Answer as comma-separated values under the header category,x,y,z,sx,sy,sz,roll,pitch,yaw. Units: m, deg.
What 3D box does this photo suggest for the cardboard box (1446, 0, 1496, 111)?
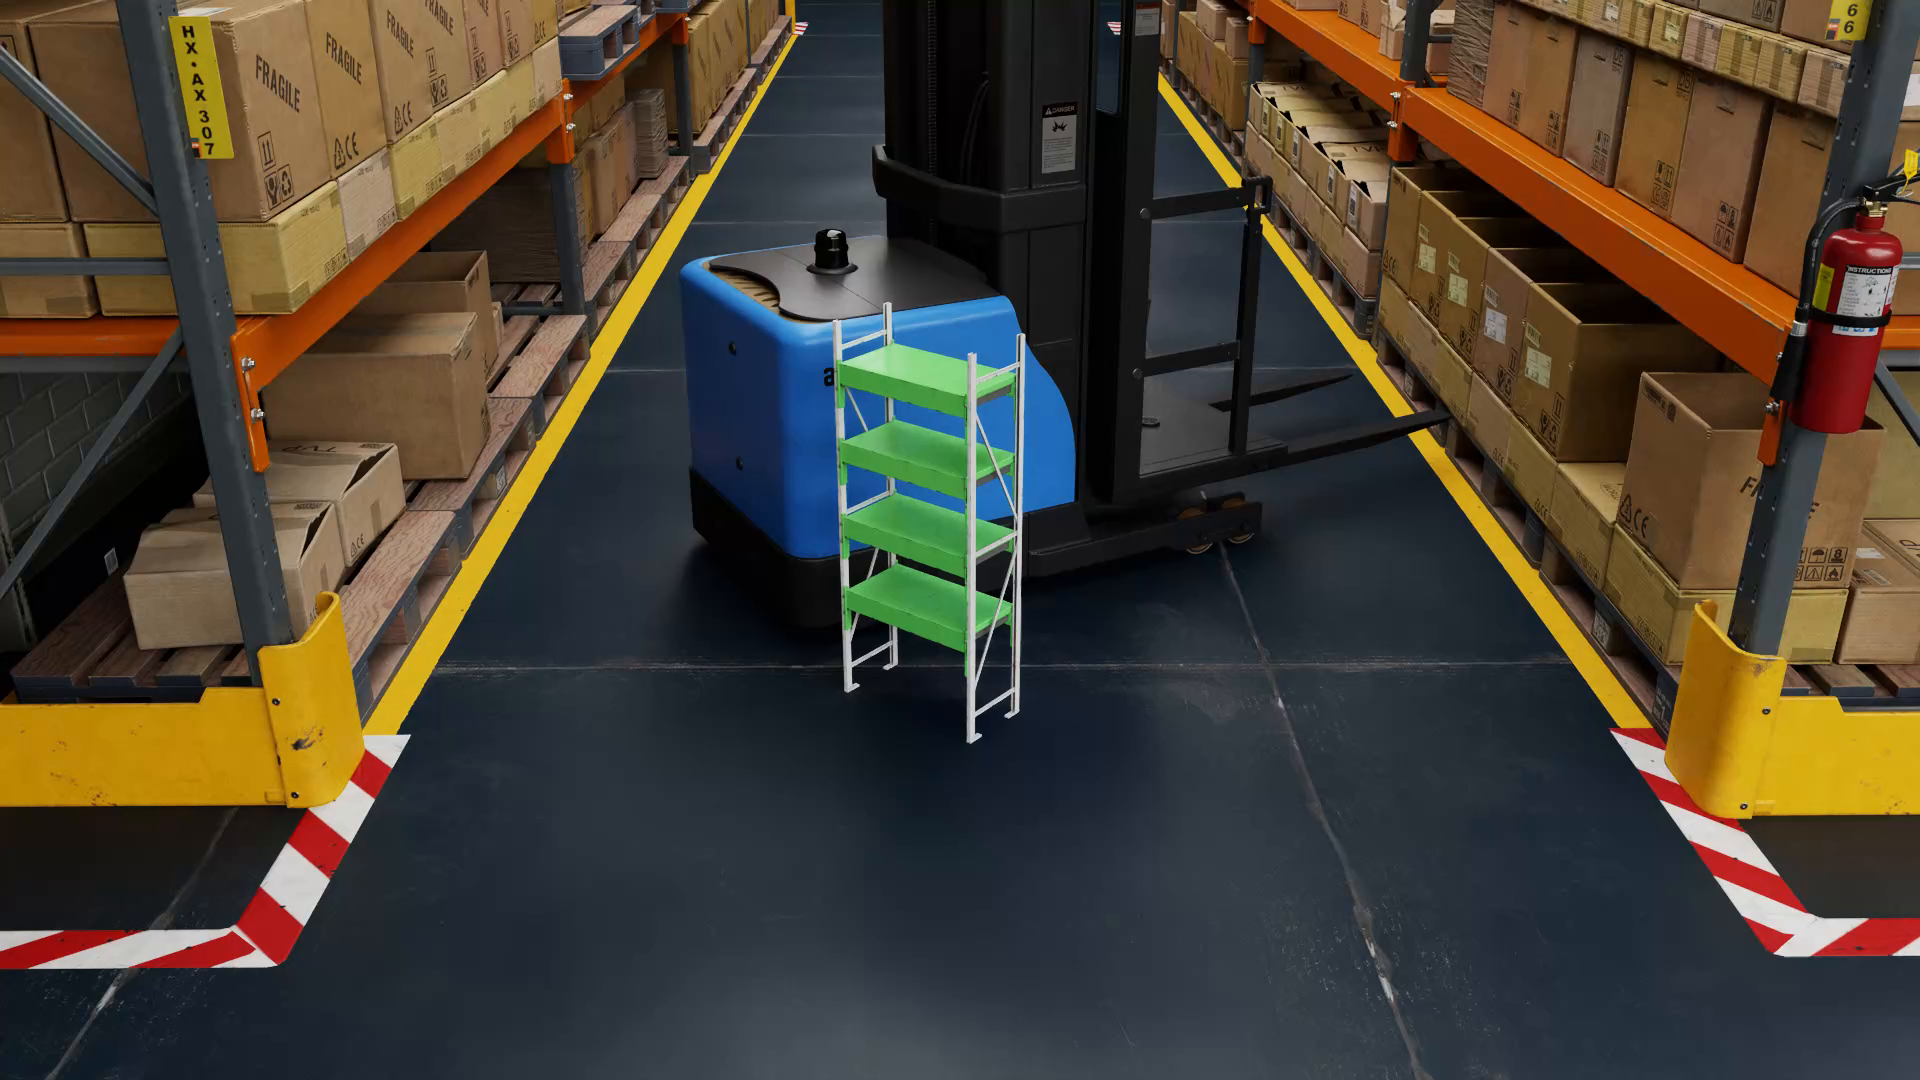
category,x,y,z,sx,sy,sz,roll,pitch,yaw
cardboard box,2.596,-2.197,7.346,0.700,0.500,0.500,-1,24,-2

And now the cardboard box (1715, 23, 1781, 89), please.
category,x,y,z,sx,sy,sz,roll,pitch,yaw
cardboard box,2.426,-1.397,4.790,0.380,0.149,0.250,-1,24,-1

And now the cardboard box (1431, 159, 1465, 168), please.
category,x,y,z,sx,sy,sz,roll,pitch,yaw
cardboard box,2.829,-1.906,8.971,0.500,0.311,0.500,-1,24,-1

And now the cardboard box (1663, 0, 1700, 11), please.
category,x,y,z,sx,sy,sz,roll,pitch,yaw
cardboard box,2.618,-1.961,5.251,0.700,0.500,0.500,0,24,0

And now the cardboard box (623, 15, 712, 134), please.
category,x,y,z,sx,sy,sz,roll,pitch,yaw
cardboard box,-2.289,-3.474,12.391,0.750,0.750,0.750,-1,24,-1

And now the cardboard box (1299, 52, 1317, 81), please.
category,x,y,z,sx,sy,sz,roll,pitch,yaw
cardboard box,2.810,-3.449,12.734,0.500,0.500,0.500,-1,24,-2

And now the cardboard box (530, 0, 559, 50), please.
category,x,y,z,sx,sy,sz,roll,pitch,yaw
cardboard box,-2.055,-2.399,7.163,0.500,0.500,0.500,0,24,-1

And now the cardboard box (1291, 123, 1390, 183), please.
category,x,y,z,sx,sy,sz,roll,pitch,yaw
cardboard box,2.276,-2.321,9.888,0.500,0.311,0.500,-1,24,-1

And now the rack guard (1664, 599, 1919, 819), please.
category,x,y,z,sx,sy,sz,roll,pitch,yaw
rack guard,2.628,0.463,4.620,1.175,0.500,0.348,0,24,-1

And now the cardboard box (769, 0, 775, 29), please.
category,x,y,z,sx,sy,sz,roll,pitch,yaw
cardboard box,-2.387,-5.813,17.988,0.700,0.500,0.500,0,24,-1

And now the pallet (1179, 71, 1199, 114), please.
category,x,y,z,sx,sy,sz,roll,pitch,yaw
pallet,2.544,-4.025,14.894,1.003,0.211,1.213,0,24,-1

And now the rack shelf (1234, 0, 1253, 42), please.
category,x,y,z,sx,sy,sz,roll,pitch,yaw
rack shelf,2.519,-4.479,13.386,1.077,0.370,4.000,0,24,-1

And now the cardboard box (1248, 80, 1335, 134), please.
category,x,y,z,sx,sy,sz,roll,pitch,yaw
cardboard box,2.253,-2.959,11.300,0.500,0.311,0.500,1,24,1

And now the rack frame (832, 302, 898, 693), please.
category,x,y,z,sx,sy,sz,roll,pitch,yaw
rack frame,-0.281,-0.110,5.037,0.015,1.200,0.240,18,30,35

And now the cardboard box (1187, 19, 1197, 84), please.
category,x,y,z,sx,sy,sz,roll,pitch,yaw
cardboard box,2.276,-4.272,14.555,0.500,0.500,0.500,0,24,0

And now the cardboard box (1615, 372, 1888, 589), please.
category,x,y,z,sx,sy,sz,roll,pitch,yaw
cardboard box,2.325,-0.186,4.938,0.500,0.500,0.500,0,24,-1

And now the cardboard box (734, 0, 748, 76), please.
category,x,y,z,sx,sy,sz,roll,pitch,yaw
cardboard box,-2.319,-4.552,14.773,0.750,0.750,0.750,0,24,0

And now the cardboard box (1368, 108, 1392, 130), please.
category,x,y,z,sx,sy,sz,roll,pitch,yaw
cardboard box,2.808,-2.540,10.372,0.500,0.311,0.500,0,24,-1

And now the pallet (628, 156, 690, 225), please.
category,x,y,z,sx,sy,sz,roll,pitch,yaw
pallet,-2.406,-2.366,11.226,1.003,0.211,1.213,0,24,-1

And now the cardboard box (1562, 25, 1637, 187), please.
category,x,y,z,sx,sy,sz,roll,pitch,yaw
cardboard box,2.616,-1.562,5.942,0.700,0.500,0.500,0,24,1

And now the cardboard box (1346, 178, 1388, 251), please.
category,x,y,z,sx,sy,sz,roll,pitch,yaw
cardboard box,2.293,-1.694,8.502,0.500,0.311,0.500,0,24,-1

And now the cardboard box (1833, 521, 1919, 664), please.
category,x,y,z,sx,sy,sz,roll,pitch,yaw
cardboard box,2.845,0.154,5.098,0.500,0.250,0.500,0,24,-1

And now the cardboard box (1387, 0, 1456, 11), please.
category,x,y,z,sx,sy,sz,roll,pitch,yaw
cardboard box,2.587,-2.913,8.930,0.500,0.500,0.500,1,24,3

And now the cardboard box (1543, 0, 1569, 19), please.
category,x,y,z,sx,sy,sz,roll,pitch,yaw
cardboard box,2.412,-2.033,6.196,0.380,0.149,0.250,-1,24,-2

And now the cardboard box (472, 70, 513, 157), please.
category,x,y,z,sx,sy,sz,roll,pitch,yaw
cardboard box,-2.043,-1.645,6.405,0.500,0.250,0.500,0,24,-1

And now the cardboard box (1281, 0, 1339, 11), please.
category,x,y,z,sx,sy,sz,roll,pitch,yaw
cardboard box,2.357,-3.572,10.617,0.500,0.311,0.500,-1,24,-1

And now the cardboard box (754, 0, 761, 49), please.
category,x,y,z,sx,sy,sz,roll,pitch,yaw
cardboard box,-2.364,-5.175,16.576,0.700,0.500,0.500,0,24,-1

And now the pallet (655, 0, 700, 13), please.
category,x,y,z,sx,sy,sz,roll,pitch,yaw
pallet,-2.298,-3.578,10.754,1.213,0.211,1.003,0,24,-1

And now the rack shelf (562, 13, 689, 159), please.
category,x,y,z,sx,sy,sz,roll,pitch,yaw
rack shelf,-2.391,-2.807,9.689,1.077,0.370,4.000,0,24,-1

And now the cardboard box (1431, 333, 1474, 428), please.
category,x,y,z,sx,sy,sz,roll,pitch,yaw
cardboard box,2.287,-0.668,6.915,0.500,0.250,0.500,0,24,-1

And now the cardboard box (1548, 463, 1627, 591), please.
category,x,y,z,sx,sy,sz,roll,pitch,yaw
cardboard box,2.309,-0.050,5.548,0.500,0.250,0.500,0,24,-1

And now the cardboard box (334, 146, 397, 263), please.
category,x,y,z,sx,sy,sz,roll,pitch,yaw
cardboard box,-2.033,-1.019,5.022,0.500,0.250,0.500,-1,24,-2

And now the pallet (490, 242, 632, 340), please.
category,x,y,z,sx,sy,sz,roll,pitch,yaw
pallet,-2.379,-1.361,9.002,1.003,0.211,1.213,0,24,-1

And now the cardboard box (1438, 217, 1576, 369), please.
category,x,y,z,sx,sy,sz,roll,pitch,yaw
cardboard box,2.287,-1.010,6.760,0.500,0.500,0.500,0,24,-1

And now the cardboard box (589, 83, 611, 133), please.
category,x,y,z,sx,sy,sz,roll,pitch,yaw
cardboard box,-2.398,-2.618,9.989,0.500,0.250,0.500,0,24,-1

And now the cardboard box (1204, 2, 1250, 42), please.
category,x,y,z,sx,sy,sz,roll,pitch,yaw
cardboard box,2.276,-4.215,13.519,0.500,0.250,0.500,-1,24,-2

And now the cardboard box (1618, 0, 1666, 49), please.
category,x,y,z,sx,sy,sz,roll,pitch,yaw
cardboard box,2.418,-1.717,5.498,0.380,0.149,0.250,0,24,1

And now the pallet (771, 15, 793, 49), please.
category,x,y,z,sx,sy,sz,roll,pitch,yaw
pallet,-2.413,-5.655,18.499,1.003,0.211,1.213,0,24,-1

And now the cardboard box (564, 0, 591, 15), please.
category,x,y,z,sx,sy,sz,roll,pitch,yaw
cardboard box,-2.339,-2.997,8.581,0.700,0.500,0.500,2,24,5

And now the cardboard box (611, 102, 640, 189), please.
category,x,y,z,sx,sy,sz,roll,pitch,yaw
cardboard box,-2.463,-2.511,10.661,0.700,0.500,0.500,0,24,-1

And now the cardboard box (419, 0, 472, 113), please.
category,x,y,z,sx,sy,sz,roll,pitch,yaw
cardboard box,-2.042,-1.772,5.776,0.500,0.500,0.500,0,24,1

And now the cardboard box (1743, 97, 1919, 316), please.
category,x,y,z,sx,sy,sz,roll,pitch,yaw
cardboard box,2.636,-0.924,4.532,0.700,0.500,0.500,0,24,-1

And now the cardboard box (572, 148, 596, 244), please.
category,x,y,z,sx,sy,sz,roll,pitch,yaw
cardboard box,-2.449,-1.888,9.284,0.700,0.500,0.500,-1,24,-2

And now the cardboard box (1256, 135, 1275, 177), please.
category,x,y,z,sx,sy,sz,roll,pitch,yaw
cardboard box,2.259,-2.497,10.958,0.500,0.250,0.500,-1,24,-2

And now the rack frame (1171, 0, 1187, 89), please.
category,x,y,z,sx,sy,sz,roll,pitch,yaw
rack frame,2.497,-5.631,15.060,1.000,3.000,0.127,0,24,-1

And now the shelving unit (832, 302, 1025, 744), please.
category,x,y,z,sx,sy,sz,roll,pitch,yaw
shelving unit,-0.091,-0.047,4.899,0.503,1.200,0.258,18,30,35

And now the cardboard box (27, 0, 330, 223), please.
category,x,y,z,sx,sy,sz,roll,pitch,yaw
cardboard box,-2.030,-1.143,4.384,0.500,0.500,0.500,0,24,0

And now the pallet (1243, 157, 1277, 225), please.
category,x,y,z,sx,sy,sz,roll,pitch,yaw
pallet,2.511,-2.373,11.240,1.003,0.211,1.213,0,24,-1

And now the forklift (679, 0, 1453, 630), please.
category,x,y,z,sx,sy,sz,roll,pitch,yaw
forklift,0.546,-1.461,5.923,3.031,2.935,1.130,-13,27,-26

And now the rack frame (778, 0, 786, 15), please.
category,x,y,z,sx,sy,sz,roll,pitch,yaw
rack frame,-2.500,-7.255,18.652,1.000,3.000,0.127,0,24,-1

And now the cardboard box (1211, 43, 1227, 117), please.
category,x,y,z,sx,sy,sz,roll,pitch,yaw
cardboard box,2.291,-3.642,13.161,0.500,0.500,0.500,-1,24,-2

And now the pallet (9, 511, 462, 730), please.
category,x,y,z,sx,sy,sz,roll,pitch,yaw
pallet,-2.300,0.242,5.459,1.003,0.211,1.213,0,24,-1

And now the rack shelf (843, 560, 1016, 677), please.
category,x,y,z,sx,sy,sz,roll,pitch,yaw
rack shelf,-0.091,0.230,5.024,0.480,0.148,0.258,18,30,35

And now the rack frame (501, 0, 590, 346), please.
category,x,y,z,sx,sy,sz,roll,pitch,yaw
rack frame,-2.369,-2.310,7.719,1.000,3.000,0.127,0,24,-1

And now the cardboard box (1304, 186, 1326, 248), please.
category,x,y,z,sx,sy,sz,roll,pitch,yaw
cardboard box,2.280,-1.862,9.553,0.500,0.250,0.500,0,24,1

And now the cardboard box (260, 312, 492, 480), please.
category,x,y,z,sx,sy,sz,roll,pitch,yaw
cardboard box,-2.207,-0.547,6.318,0.700,0.500,0.500,-2,24,-4

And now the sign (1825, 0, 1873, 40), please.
category,x,y,z,sx,sy,sz,roll,pitch,yaw
sign,2.085,-1.325,3.847,0.100,0.325,0.005,0,24,-1

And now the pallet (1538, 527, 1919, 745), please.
category,x,y,z,sx,sy,sz,roll,pitch,yaw
pallet,2.578,0.270,5.398,1.003,0.211,1.213,0,24,-1

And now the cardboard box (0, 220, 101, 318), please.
category,x,y,z,sx,sy,sz,roll,pitch,yaw
cardboard box,-2.524,-0.795,4.525,0.500,0.250,0.500,0,24,0
